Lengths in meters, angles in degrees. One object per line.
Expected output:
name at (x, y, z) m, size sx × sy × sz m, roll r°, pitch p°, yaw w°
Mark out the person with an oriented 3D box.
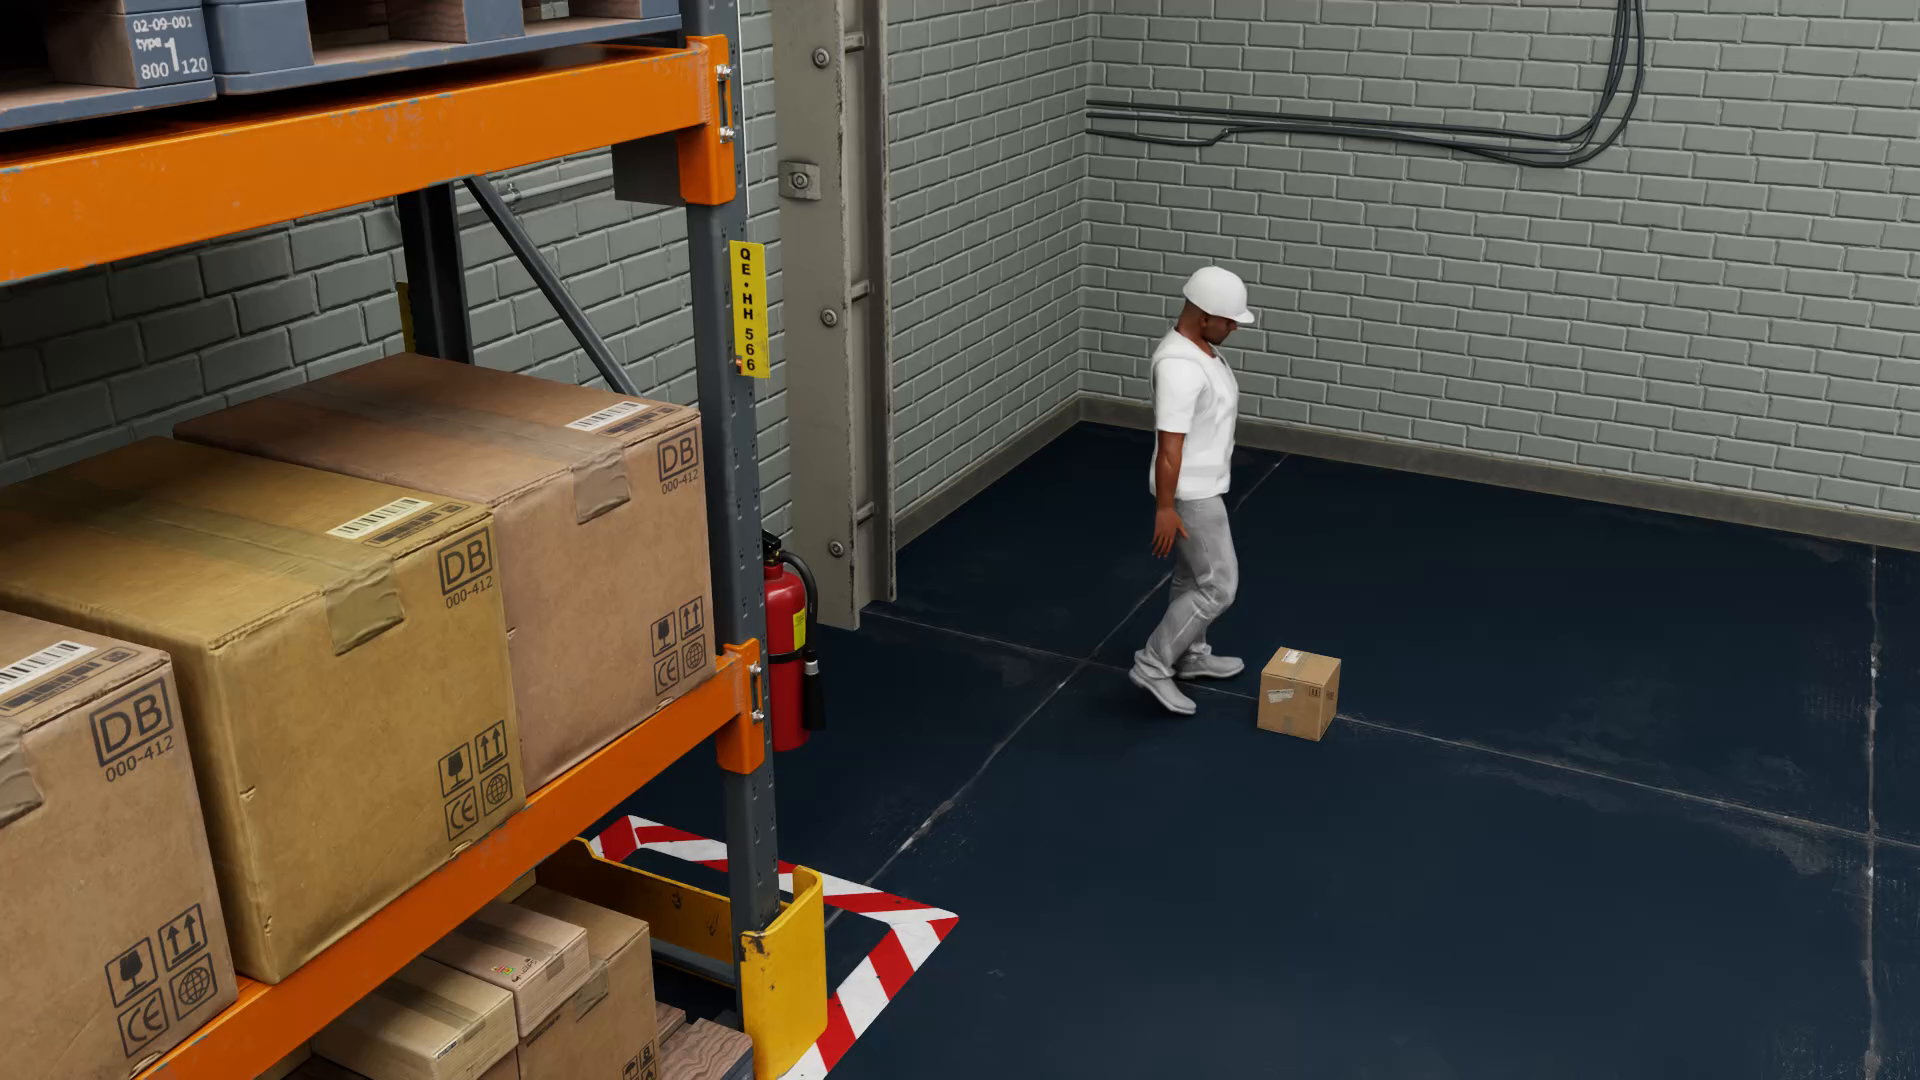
person at (0.917, -0.533, 6.371) m, size 0.375 × 1.059 × 0.696 m, roll 4°, pitch 23°, yaw 9°
